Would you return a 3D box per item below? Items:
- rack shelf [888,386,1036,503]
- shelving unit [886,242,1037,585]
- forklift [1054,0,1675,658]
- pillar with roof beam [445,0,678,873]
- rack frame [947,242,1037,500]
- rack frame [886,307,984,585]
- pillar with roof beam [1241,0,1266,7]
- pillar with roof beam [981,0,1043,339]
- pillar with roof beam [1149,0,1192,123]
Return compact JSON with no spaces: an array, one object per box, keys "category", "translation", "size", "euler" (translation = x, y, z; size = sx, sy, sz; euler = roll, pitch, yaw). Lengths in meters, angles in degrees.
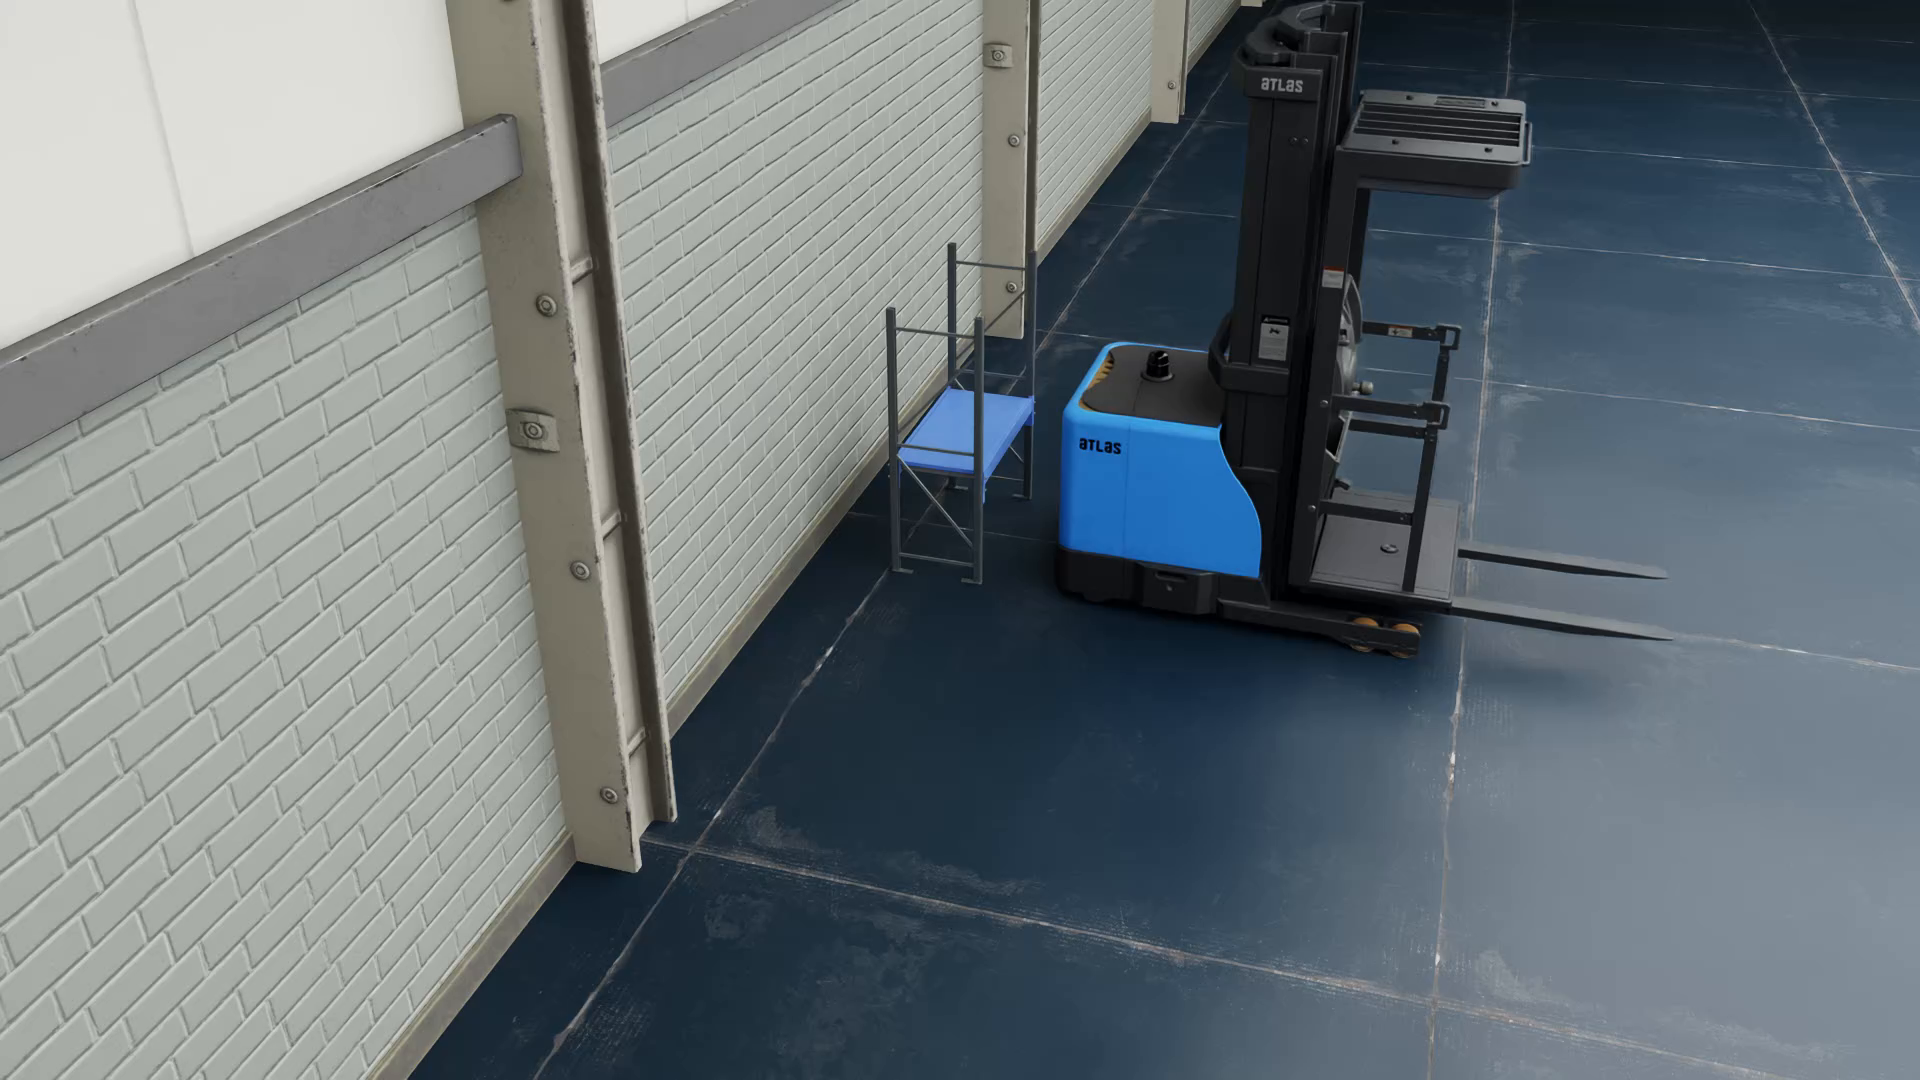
[{"category":"rack shelf","translation":[0.025,-0.538,9.044],"size":[0.538,0.185,1.000],"euler":[8,30,15]},{"category":"shelving unit","translation":[0.025,-0.695,8.957],"size":[0.538,1.500,1.048],"euler":[8,30,15]},{"category":"forklift","translation":[2.070,-0.989,8.012],"size":[3.031,2.935,1.130],"euler":[9,30,15]},{"category":"pillar with roof beam","translation":[2.701,-2.070,3.714],"size":[9.100,9.000,0.400],"euler":[8,30,15]},{"category":"rack frame","translation":[0.174,-0.931,9.381],"size":[0.500,1.500,0.032],"euler":[8,30,15]},{"category":"rack frame","translation":[-0.124,-0.459,8.532],"size":[0.500,1.500,0.032],"euler":[8,30,15]},{"category":"pillar with roof beam","translation":[7.985,-10.435,18.751],"size":[9.100,9.000,0.400],"euler":[8,30,15]},{"category":"pillar with roof beam","translation":[4.463,-4.858,8.726],"size":[9.100,9.000,0.400],"euler":[8,30,15]},{"category":"pillar with roof beam","translation":[6.224,-7.646,13.739],"size":[9.100,9.000,0.400],"euler":[8,30,15]}]
